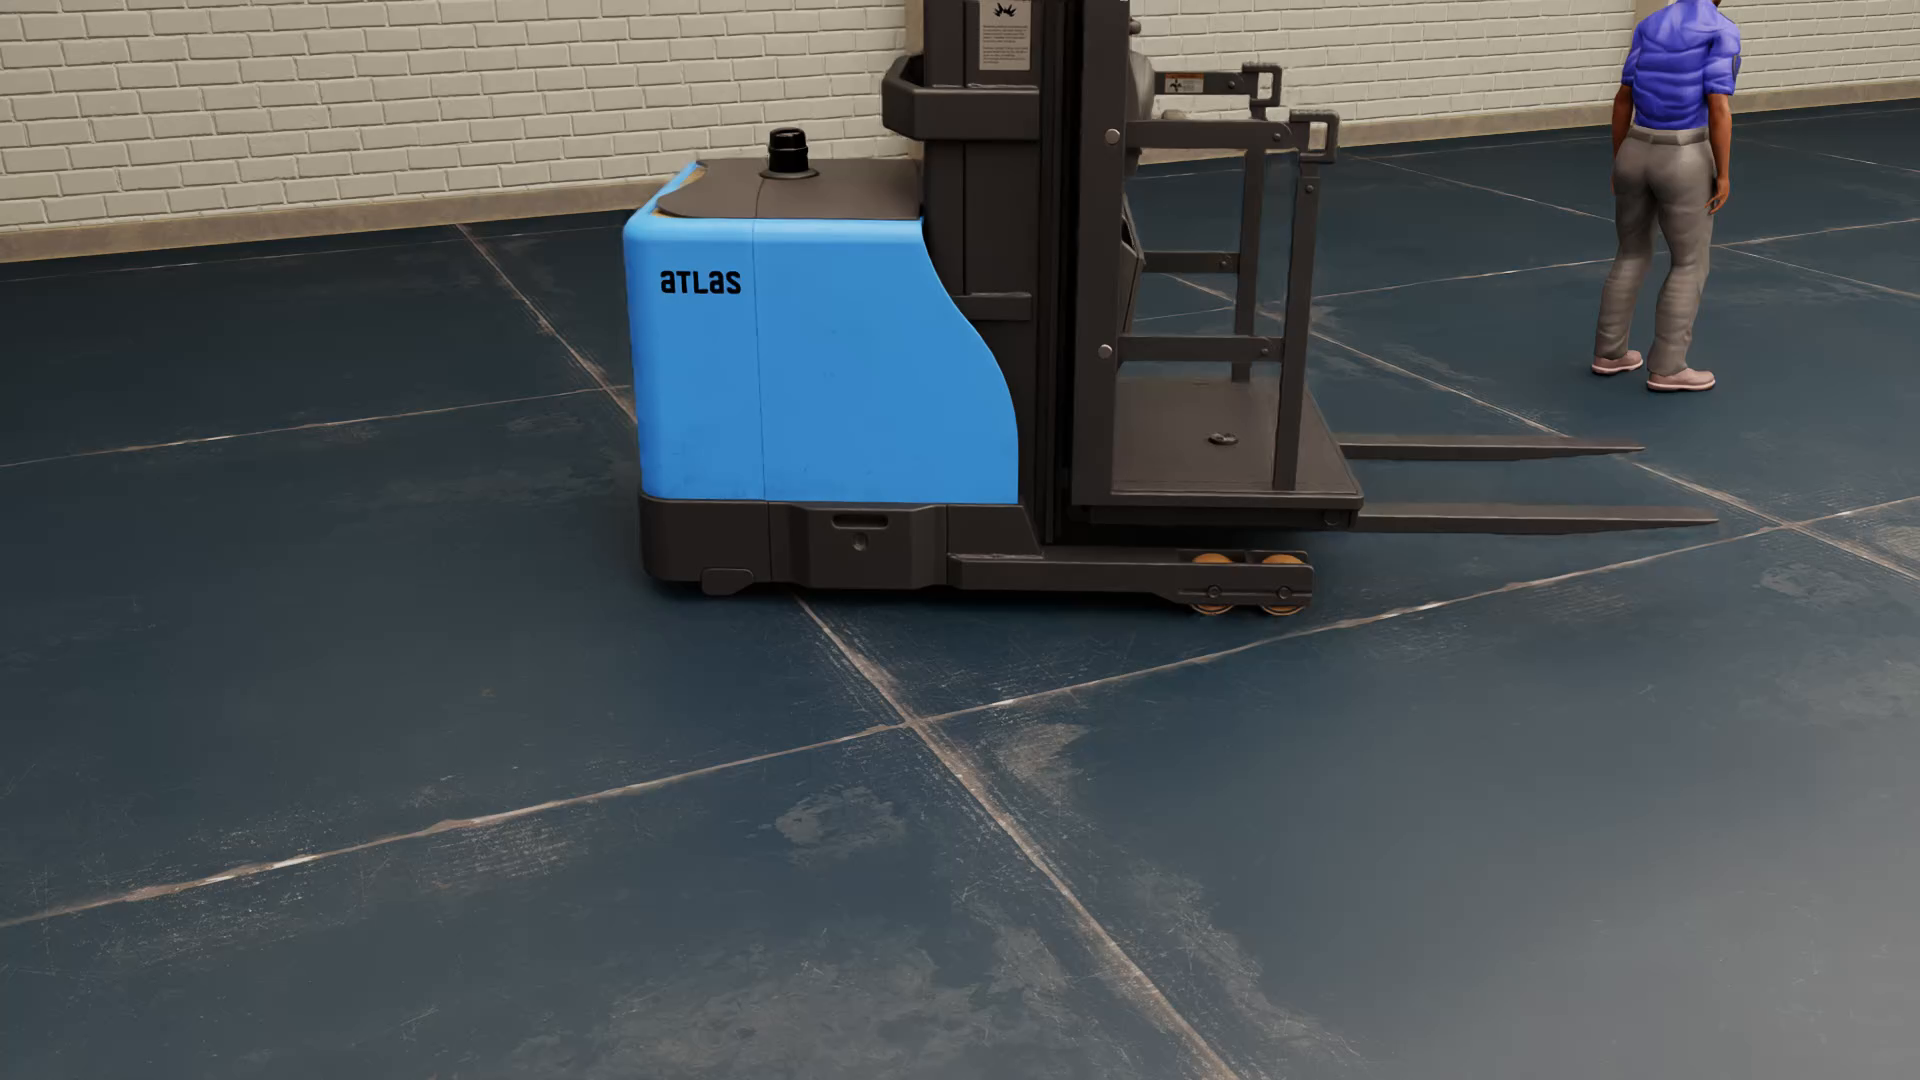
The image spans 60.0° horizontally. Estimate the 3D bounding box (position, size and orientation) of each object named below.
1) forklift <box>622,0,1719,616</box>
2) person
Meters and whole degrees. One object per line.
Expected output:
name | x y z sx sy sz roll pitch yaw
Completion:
forklift | 0.629 -1.352 4.541 3.031 2.935 1.130 1 23 2
person | 2.722 -1.414 6.360 0.351 1.653 0.519 -14 26 -30
